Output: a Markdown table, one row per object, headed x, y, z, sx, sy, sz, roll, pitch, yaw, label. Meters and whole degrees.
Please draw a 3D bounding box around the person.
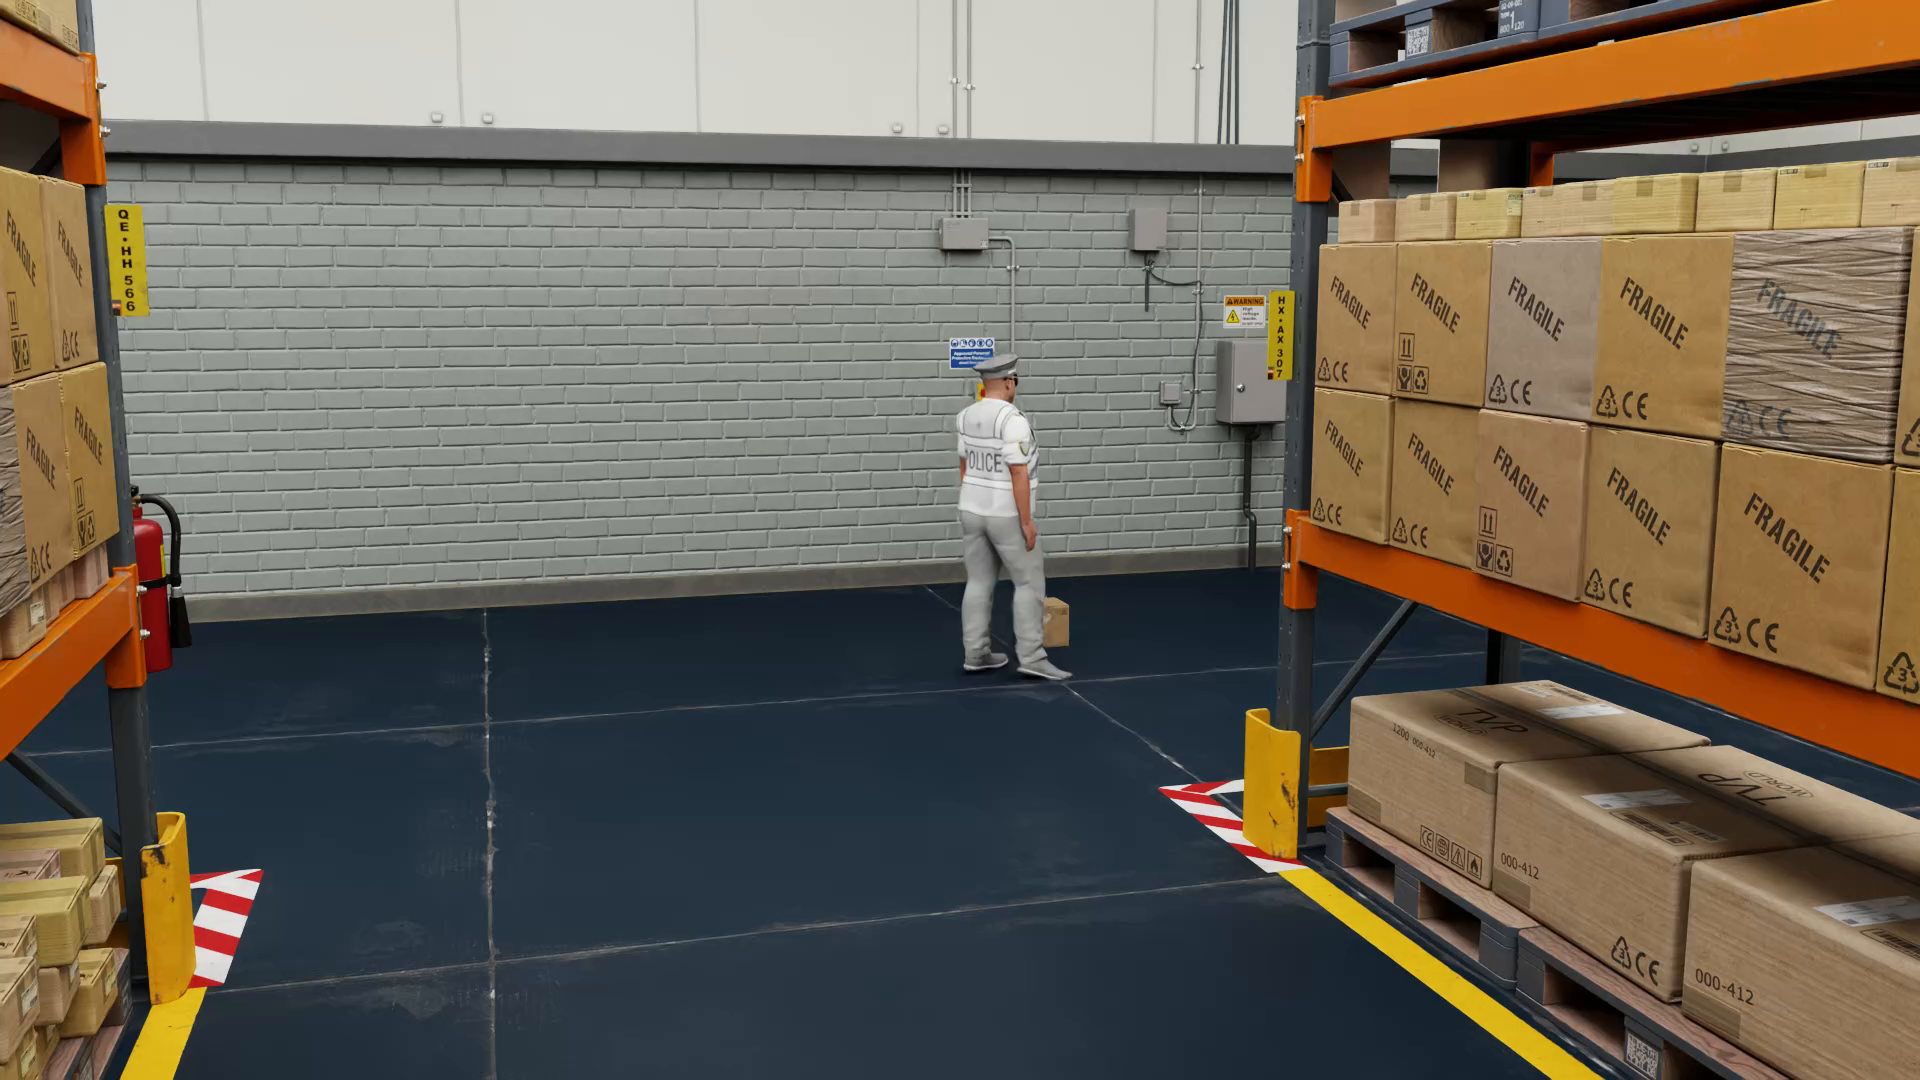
| x | y | z | sx | sy | sz | roll | pitch | yaw | label |
| --- | --- | --- | --- | --- | --- | --- | --- | --- | --- |
| 0.268 | -0.113 | 9.133 | 0.650 | 1.805 | 0.433 | 9 | 13 | 44 | person |
